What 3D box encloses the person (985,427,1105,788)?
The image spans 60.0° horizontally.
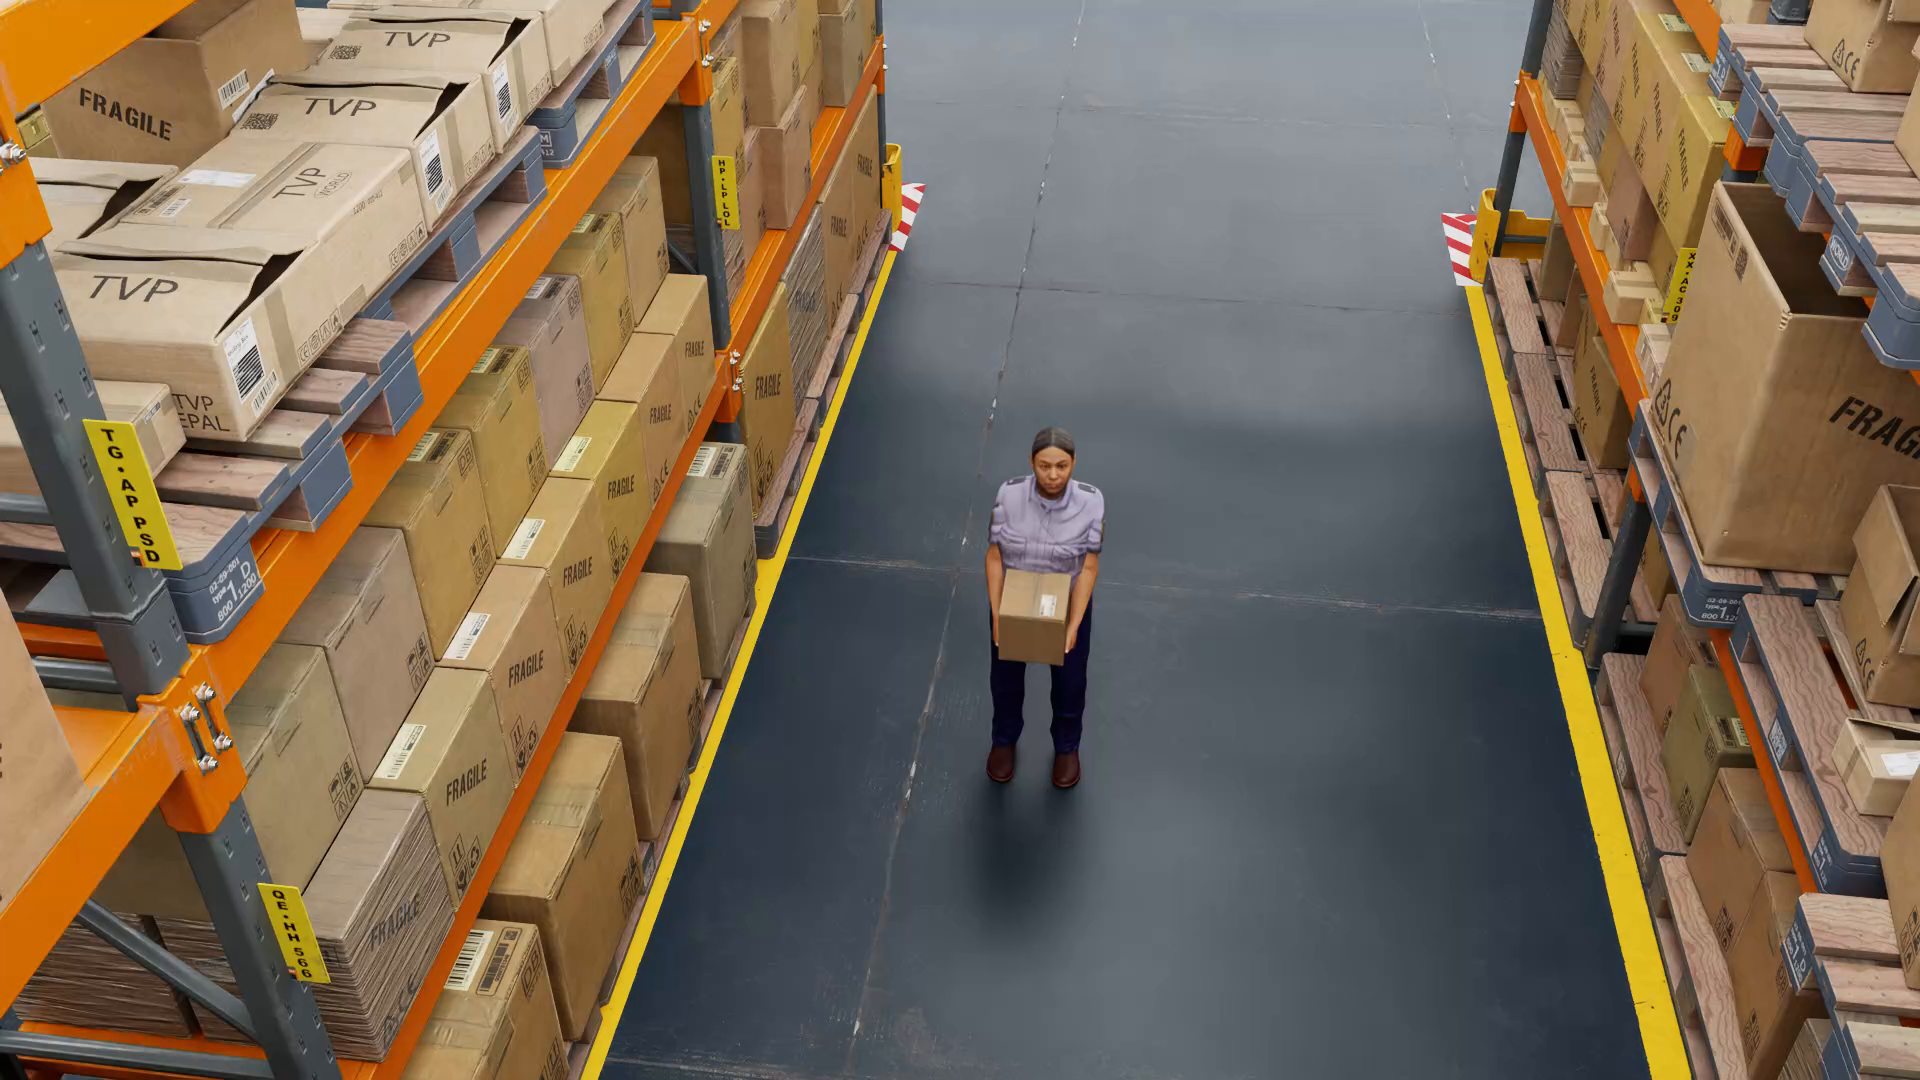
[{"bbox_3d":[0.319,0.330,6.612,0.453,1.637,0.523,5,37,7],"label":"person"}]
